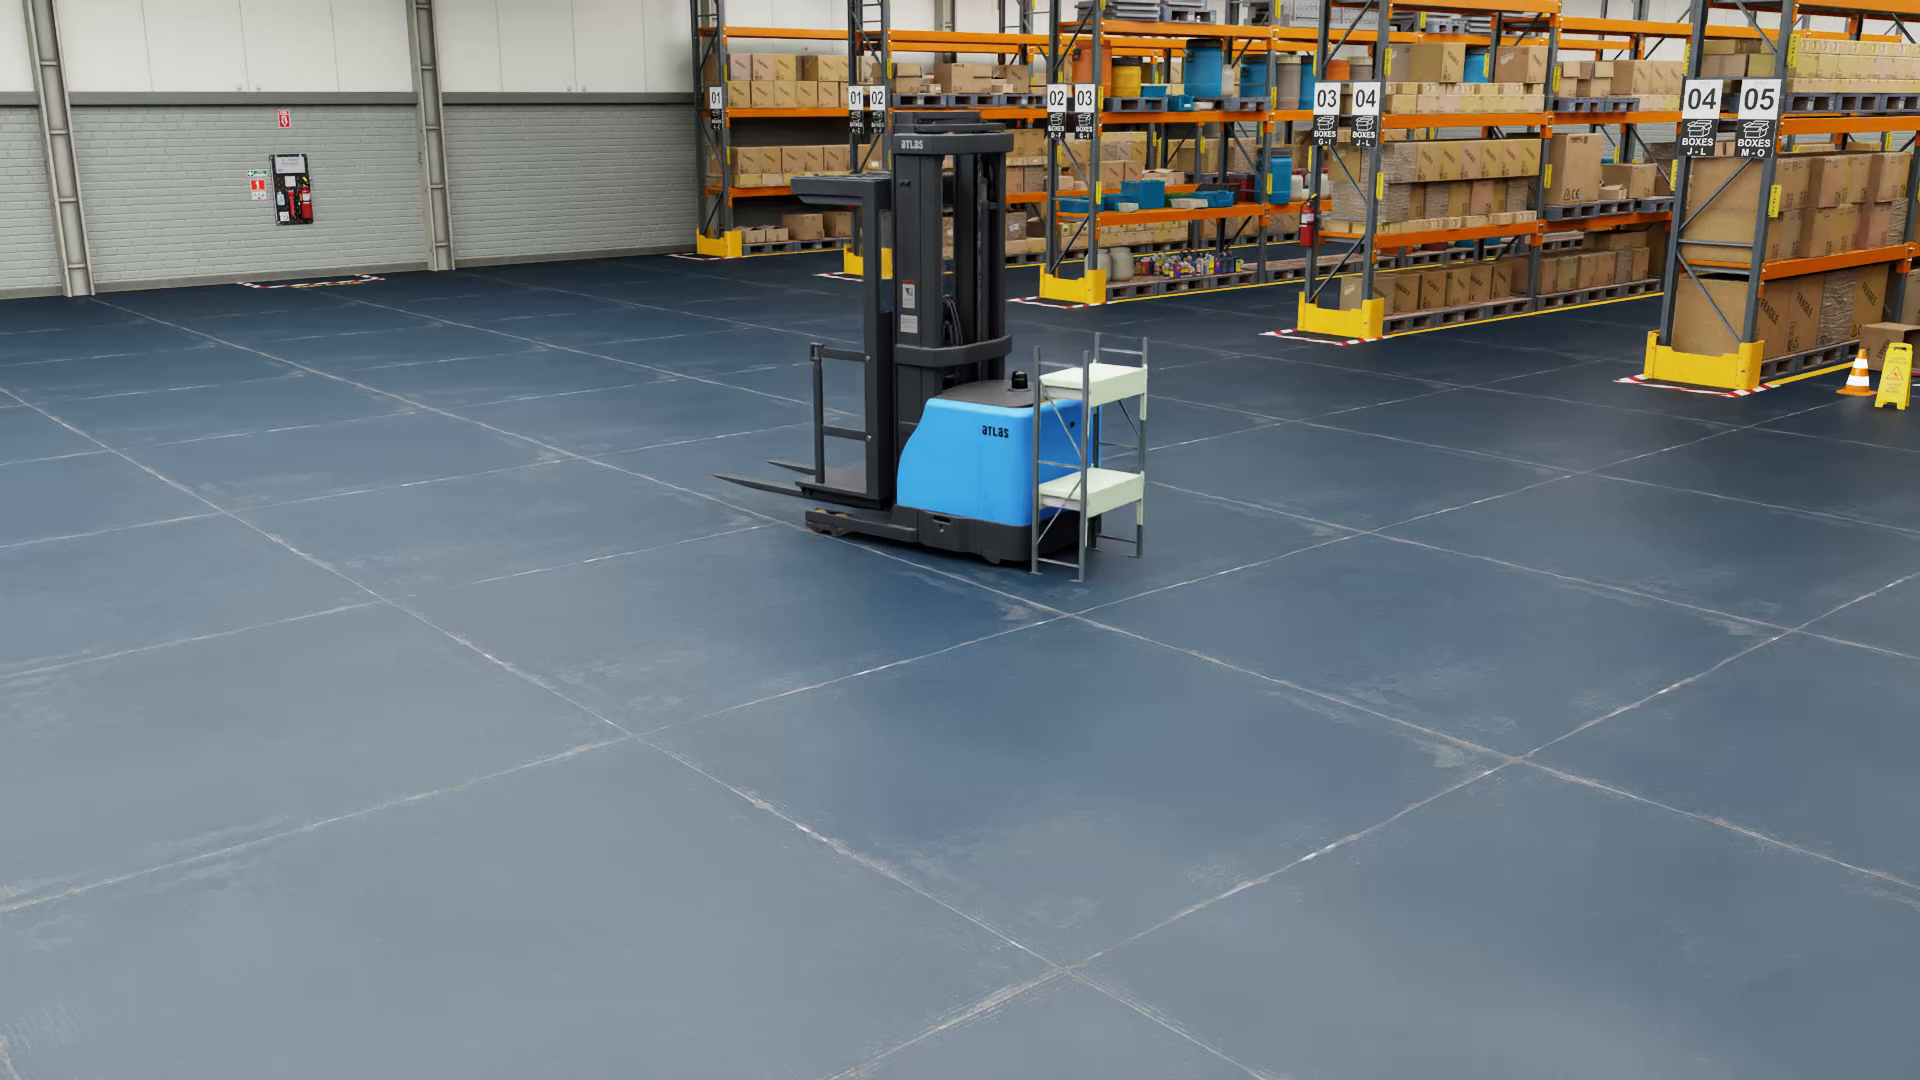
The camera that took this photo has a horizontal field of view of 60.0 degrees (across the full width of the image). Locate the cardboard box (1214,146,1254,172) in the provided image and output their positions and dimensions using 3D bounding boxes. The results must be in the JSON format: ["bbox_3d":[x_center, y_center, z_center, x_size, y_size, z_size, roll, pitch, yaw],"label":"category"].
[{"bbox_3d":[5.705,-7.951,34.696,0.500,0.500,0.700,-9,17,-29],"label":"cardboard box"}]

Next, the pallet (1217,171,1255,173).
[{"bbox_3d":[5.952,-7.691,35.102,1.213,0.211,1.003,-13,19,-39],"label":"pallet"}]

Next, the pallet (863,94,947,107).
[{"bbox_3d":[-0.996,-7.619,28.821,1.213,0.211,1.003,-13,19,-39],"label":"pallet"}]

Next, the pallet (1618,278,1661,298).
[{"bbox_3d":[10.398,-4.045,26.484,1.213,0.211,1.003,-13,19,-39],"label":"pallet"}]

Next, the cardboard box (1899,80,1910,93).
[{"bbox_3d":[10.702,-5.232,19.192,0.250,0.149,0.380,-12,19,-39],"label":"cardboard box"}]

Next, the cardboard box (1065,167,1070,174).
[{"bbox_3d":[2.385,-8.498,38.199,0.250,0.149,0.380,-12,19,-38],"label":"cardboard box"}]

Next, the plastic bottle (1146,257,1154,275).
[{"bbox_3d":[3.078,-4.446,26.995,0.133,0.283,0.061,-13,19,-39],"label":"plastic bottle"}]

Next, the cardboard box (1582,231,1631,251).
[{"bbox_3d":[10.109,-4.680,25.997,0.500,0.250,0.500,-10,18,-33],"label":"cardboard box"}]

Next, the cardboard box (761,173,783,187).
[{"bbox_3d":[-3.843,-7.111,32.810,0.500,0.250,0.500,-13,20,-41],"label":"cardboard box"}]

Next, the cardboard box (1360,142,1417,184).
[{"bbox_3d":[5.547,-4.884,21.514,0.500,0.500,0.500,-13,19,-39],"label":"cardboard box"}]

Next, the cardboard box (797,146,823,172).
[{"bbox_3d":[-3.089,-7.641,33.344,0.500,0.500,0.500,-12,19,-38],"label":"cardboard box"}]

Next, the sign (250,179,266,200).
[{"bbox_3d":[-11.742,-5.865,27.825,0.234,0.329,0.001,-13,19,-39],"label":"sign"}]

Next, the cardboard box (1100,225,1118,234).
[{"bbox_3d":[2.717,-6.114,32.255,0.500,0.311,0.500,-14,20,-41],"label":"cardboard box"}]

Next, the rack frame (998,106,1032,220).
[{"bbox_3d":[1.234,-8.417,37.449,0.127,3.000,1.000,-13,19,-39],"label":"rack frame"}]

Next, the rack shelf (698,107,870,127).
[{"bbox_3d":[-3.293,-8.502,33.349,4.000,0.370,1.077,-13,19,-39],"label":"rack shelf"}]

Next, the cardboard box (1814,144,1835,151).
[{"bbox_3d":[15.301,-6.838,29.797,0.500,0.500,0.500,-13,20,-41],"label":"cardboard box"}]

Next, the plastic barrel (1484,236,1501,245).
[{"bbox_3d":[10.333,-6.266,32.649,0.708,0.901,0.600,-13,19,-39],"label":"plastic barrel"}]

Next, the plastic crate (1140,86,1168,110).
[{"bbox_3d":[2.943,-6.956,26.198,0.575,0.384,0.392,-13,19,-39],"label":"plastic crate"}]

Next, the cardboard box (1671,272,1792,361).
[{"bbox_3d":[8.601,-2.490,18.564,0.875,0.875,0.875,-13,19,-39],"label":"cardboard box"}]

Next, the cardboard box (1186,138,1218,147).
[{"bbox_3d":[5.768,-9.576,41.206,0.700,0.700,0.980,-14,20,-42],"label":"cardboard box"}]

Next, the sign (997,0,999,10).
[{"bbox_3d":[0.867,-11.951,36.936,0.005,0.325,0.100,-13,19,-39],"label":"sign"}]

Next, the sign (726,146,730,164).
[{"bbox_3d":[-4.445,-7.374,31.868,0.005,0.325,0.100,-13,19,-39],"label":"sign"}]

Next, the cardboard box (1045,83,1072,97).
[{"bbox_3d":[1.942,-8.458,31.266,0.500,0.250,0.500,-10,18,-34],"label":"cardboard box"}]

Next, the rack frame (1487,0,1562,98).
[{"bbox_3d":[7.971,-7.745,23.307,0.127,3.000,1.000,-13,19,-39],"label":"rack frame"}]

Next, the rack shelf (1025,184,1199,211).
[{"bbox_3d":[2.979,-6.767,32.665,4.000,0.370,1.077,-13,19,-39],"label":"rack shelf"}]

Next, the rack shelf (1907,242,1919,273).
[{"bbox_3d":[12.659,-3.855,21.764,4.000,0.370,1.077,-13,19,-39],"label":"rack shelf"}]

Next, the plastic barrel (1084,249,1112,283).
[{"bbox_3d":[2.148,-4.260,25.894,0.421,0.512,0.421,0,15,0],"label":"plastic barrel"}]

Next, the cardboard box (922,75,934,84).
[{"bbox_3d":[-0.432,-8.115,29.594,0.500,0.311,0.500,-10,18,-33],"label":"cardboard box"}]

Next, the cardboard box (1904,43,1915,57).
[{"bbox_3d":[10.703,-5.619,19.094,0.250,0.149,0.380,-13,20,-39],"label":"cardboard box"}]

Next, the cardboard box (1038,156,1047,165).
[{"bbox_3d":[1.406,-7.050,30.879,0.250,0.149,0.380,-13,20,-39],"label":"cardboard box"}]

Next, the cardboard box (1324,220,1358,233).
[{"bbox_3d":[5.033,-4.136,21.908,0.250,0.149,0.380,-13,19,-39],"label":"cardboard box"}]

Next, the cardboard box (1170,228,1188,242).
[{"bbox_3d":[4.251,-6.191,33.630,0.500,0.250,0.500,-12,19,-38],"label":"cardboard box"}]

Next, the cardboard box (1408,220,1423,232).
[{"bbox_3d":[5.899,-4.174,22.050,0.250,0.149,0.380,-13,19,-39],"label":"cardboard box"}]

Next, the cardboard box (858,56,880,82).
[{"bbox_3d":[-1.984,-9.592,33.865,0.500,0.500,0.500,14,20,42],"label":"cardboard box"}]

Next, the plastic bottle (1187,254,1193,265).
[{"bbox_3d":[3.808,-4.601,27.597,0.097,0.271,0.097,0,15,0],"label":"plastic bottle"}]

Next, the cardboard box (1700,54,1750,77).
[{"bbox_3d":[8.319,-5.095,17.906,0.500,0.250,0.500,-12,19,-39],"label":"cardboard box"}]

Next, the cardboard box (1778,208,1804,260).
[{"bbox_3d":[8.784,-3.428,18.479,0.550,0.550,0.875,-13,19,-39],"label":"cardboard box"}]

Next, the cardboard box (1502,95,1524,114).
[{"bbox_3d":[7.397,-6.009,22.911,0.500,0.250,0.500,-12,19,-38],"label":"cardboard box"}]

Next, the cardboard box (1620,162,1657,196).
[{"bbox_3d":[10.607,-5.676,26.180,0.500,0.500,0.500,13,20,40],"label":"cardboard box"}]

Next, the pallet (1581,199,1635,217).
[{"bbox_3d":[9.522,-5.088,25.358,1.213,0.211,1.003,-13,19,-39],"label":"pallet"}]

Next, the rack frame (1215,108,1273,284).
[{"bbox_3d":[4.719,-5.811,27.691,0.127,3.000,1.000,-13,19,-39],"label":"rack frame"}]

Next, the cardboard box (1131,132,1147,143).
[{"bbox_3d":[4.067,-9.530,39.352,0.500,0.250,0.500,-12,19,-38],"label":"cardboard box"}]

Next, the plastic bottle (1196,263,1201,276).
[{"bbox_3d":[3.838,-4.367,26.856,0.097,0.201,0.097,0,15,0],"label":"plastic bottle"}]

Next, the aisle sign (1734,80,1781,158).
[{"bbox_3d":[8.276,-4.372,17.266,0.004,0.787,0.394,-13,19,-39],"label":"aisle sign"}]

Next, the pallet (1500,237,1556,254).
[{"bbox_3d":[11.284,-5.951,33.619,1.213,0.211,1.003,-13,19,-39],"label":"pallet"}]

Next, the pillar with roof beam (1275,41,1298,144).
[{"bbox_3d":[11.564,-12.458,40.953,0.400,9.000,9.100,-13,19,-39],"label":"pillar with roof beam"}]

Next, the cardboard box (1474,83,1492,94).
[{"bbox_3d":[6.924,-6.080,22.406,0.250,0.149,0.380,-12,19,-37],"label":"cardboard box"}]

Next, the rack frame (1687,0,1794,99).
[{"bbox_3d":[8.133,-6.085,17.091,0.127,3.000,1.000,-13,19,-39],"label":"rack frame"}]

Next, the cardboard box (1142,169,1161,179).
[{"bbox_3d":[3.686,-7.296,33.426,0.500,0.311,0.500,-13,20,-40],"label":"cardboard box"}]

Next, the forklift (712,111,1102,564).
[{"bbox_3d":[-0.491,-1.537,11.823,3.031,2.935,1.130,11,18,35],"label":"forklift"}]

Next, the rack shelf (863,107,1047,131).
[{"bbox_3d":[-0.038,-7.538,29.741,4.000,0.370,1.077,-13,19,-39],"label":"rack shelf"}]

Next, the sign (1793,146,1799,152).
[{"bbox_3d":[14.369,-6.619,28.627,0.005,0.325,0.100,-13,19,-39],"label":"sign"}]

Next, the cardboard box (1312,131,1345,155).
[{"bbox_3d":[8.046,-8.687,36.329,0.500,0.500,0.500,-12,19,-38],"label":"cardboard box"}]

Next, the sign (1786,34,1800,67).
[{"bbox_3d":[8.493,-4.987,16.947,0.005,0.325,0.100,-13,19,-39],"label":"sign"}]

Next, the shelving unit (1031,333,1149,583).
[{"bbox_3d":[0.854,-0.553,10.914,0.431,1.500,0.755,11,18,35],"label":"shelving unit"}]

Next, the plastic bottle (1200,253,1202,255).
[{"bbox_3d":[3.965,-4.679,27.878,0.135,0.276,0.152,-12,19,-37],"label":"plastic bottle"}]
